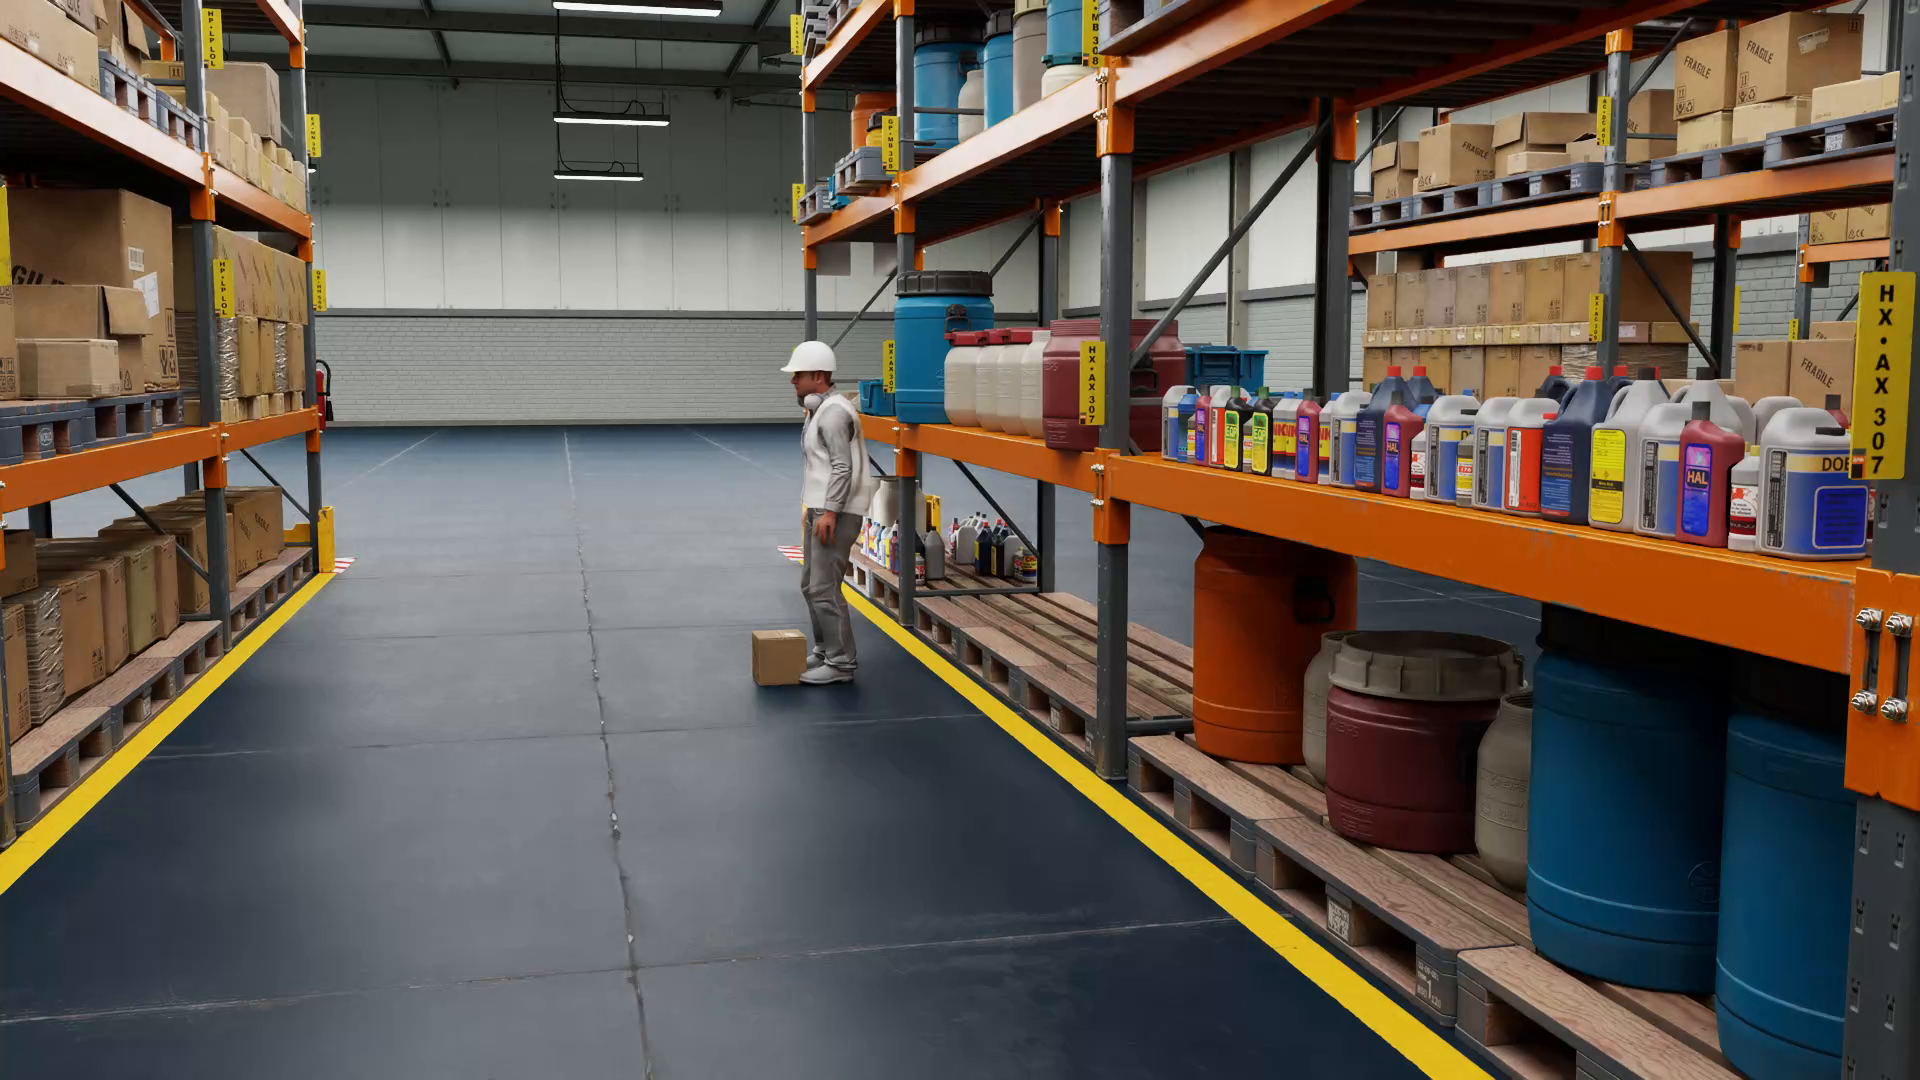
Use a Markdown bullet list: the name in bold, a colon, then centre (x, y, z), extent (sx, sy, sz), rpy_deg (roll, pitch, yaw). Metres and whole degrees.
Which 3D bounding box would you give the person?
- **person**: centre (-0.704, -0.149, 8.715), extent (0.464, 1.771, 0.581), rpy_deg (-2, 6, -14)
